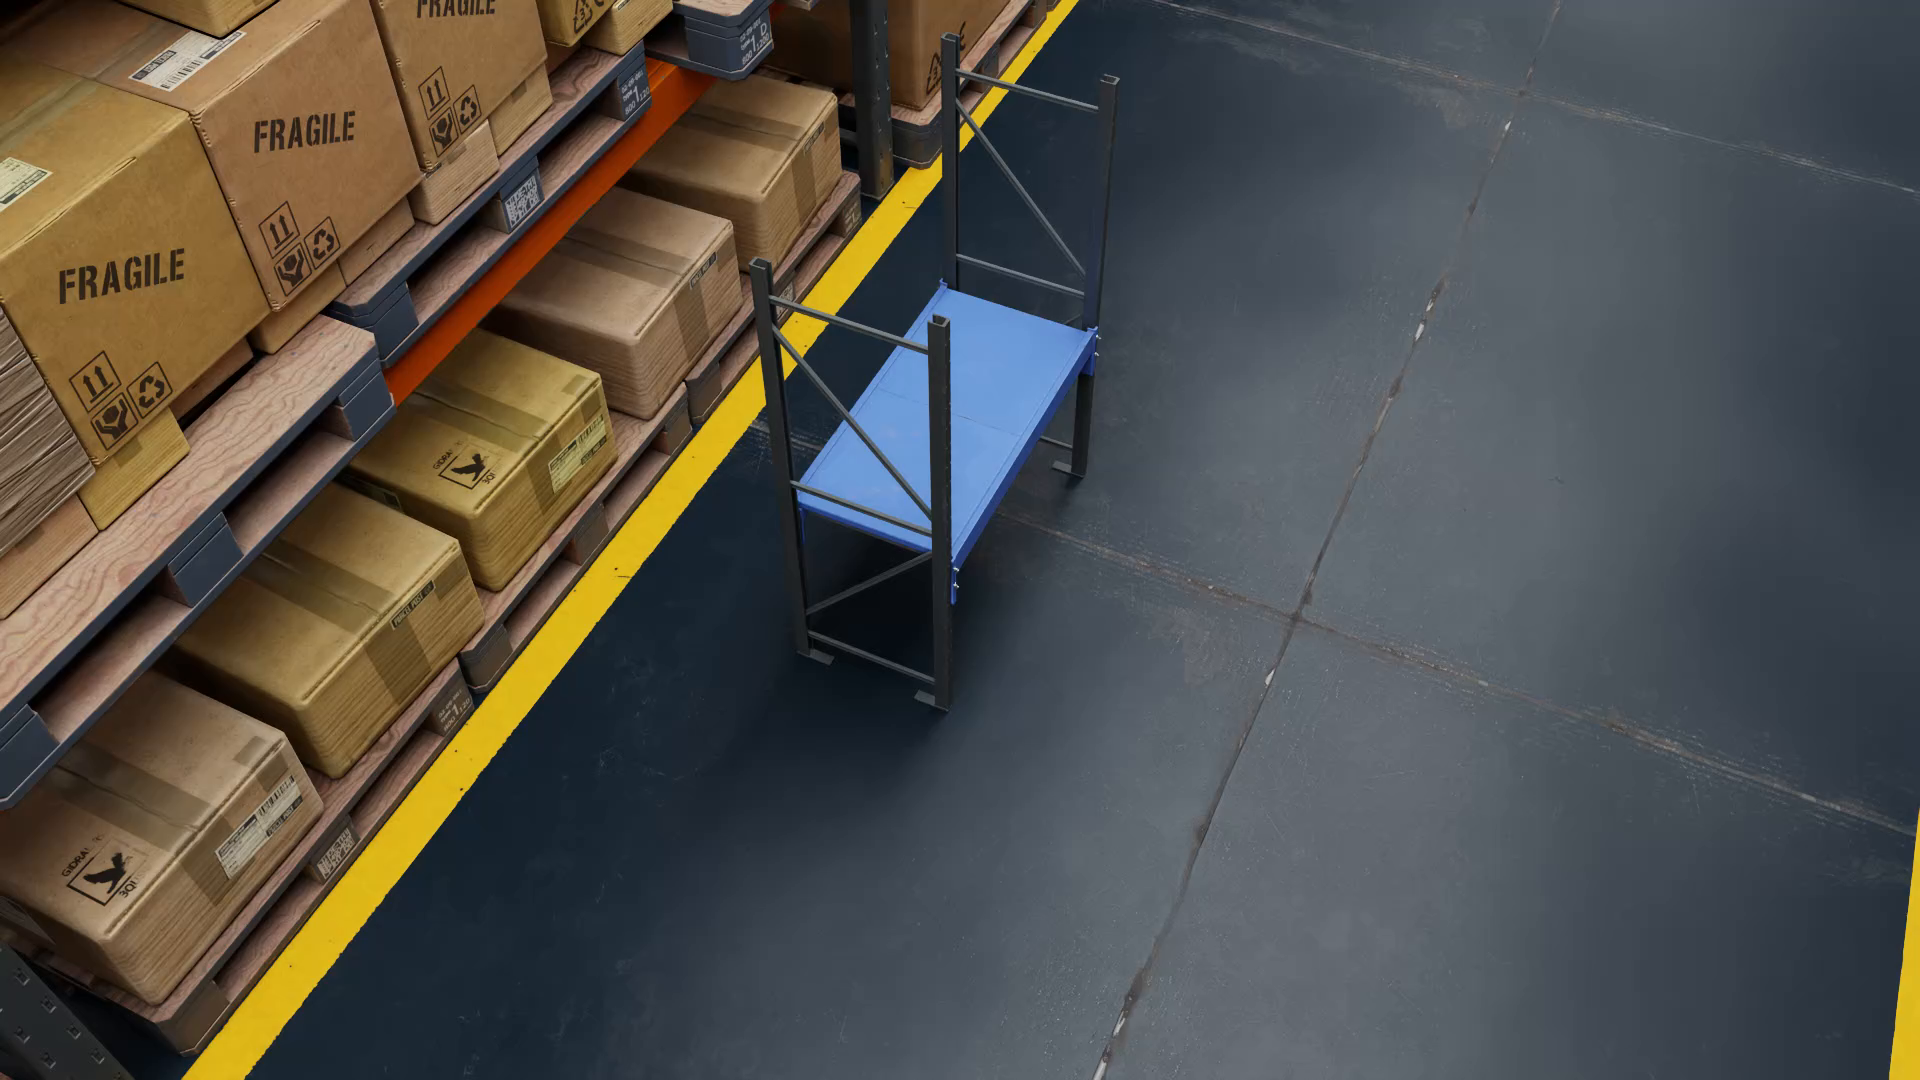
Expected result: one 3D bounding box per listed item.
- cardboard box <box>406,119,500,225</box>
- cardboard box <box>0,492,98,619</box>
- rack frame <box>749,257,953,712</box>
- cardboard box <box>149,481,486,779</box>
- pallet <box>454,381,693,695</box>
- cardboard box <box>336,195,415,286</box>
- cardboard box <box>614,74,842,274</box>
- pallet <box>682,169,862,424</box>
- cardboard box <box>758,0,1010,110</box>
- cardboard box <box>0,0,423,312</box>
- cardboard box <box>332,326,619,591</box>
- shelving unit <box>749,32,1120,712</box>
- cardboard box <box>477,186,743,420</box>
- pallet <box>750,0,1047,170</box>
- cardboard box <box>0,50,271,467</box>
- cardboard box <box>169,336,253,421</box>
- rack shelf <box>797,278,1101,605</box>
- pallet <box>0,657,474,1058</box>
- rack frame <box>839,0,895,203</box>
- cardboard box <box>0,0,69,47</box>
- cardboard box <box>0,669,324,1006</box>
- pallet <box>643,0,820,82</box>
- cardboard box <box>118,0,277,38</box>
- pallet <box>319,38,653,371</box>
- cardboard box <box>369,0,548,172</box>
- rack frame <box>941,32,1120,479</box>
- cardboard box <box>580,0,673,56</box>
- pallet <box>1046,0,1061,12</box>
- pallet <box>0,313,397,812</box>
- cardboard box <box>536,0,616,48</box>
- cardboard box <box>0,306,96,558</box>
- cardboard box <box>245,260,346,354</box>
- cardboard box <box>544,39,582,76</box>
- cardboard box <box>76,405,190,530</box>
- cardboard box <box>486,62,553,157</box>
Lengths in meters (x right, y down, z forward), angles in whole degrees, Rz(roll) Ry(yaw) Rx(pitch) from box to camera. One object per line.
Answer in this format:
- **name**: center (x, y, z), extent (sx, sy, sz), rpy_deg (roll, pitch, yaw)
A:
- **cardboard box**: center (-1.336, -0.930, 3.961), extent (0.380, 0.149, 0.250), rpy_deg (22, 53, 17)
- **cardboard box**: center (-1.918, -0.042, 3.205), extent (0.380, 0.149, 0.250), rpy_deg (21, 53, 17)
- **rack frame**: center (-0.254, -0.077, 4.331), extent (0.500, 1.500, 0.032), rpy_deg (20, 52, 16)
- **cardboard box**: center (-1.913, 0.148, 4.604), extent (0.950, 0.372, 0.625), rpy_deg (23, 53, 18)
- **pallet**: center (-1.588, -0.185, 5.269), extent (1.003, 0.211, 1.213), rpy_deg (20, 52, 16)
- **cardboard box**: center (-1.496, -0.764, 3.820), extent (0.380, 0.149, 0.250), rpy_deg (20, 53, 16)
- **cardboard box**: center (-0.981, -1.362, 5.889), extent (0.950, 0.372, 0.625), rpy_deg (17, 52, 14)
- **pallet**: center (-1.066, -1.022, 5.981), extent (1.003, 0.211, 1.213), rpy_deg (20, 52, 16)
- **cardboard box**: center (-0.360, -2.360, 6.408), extent (0.875, 0.875, 0.875), rpy_deg (19, 52, 16)
- **cardboard box**: center (-1.543, -0.885, 3.496), extent (0.500, 0.500, 0.500), rpy_deg (20, 52, 16)
- **cardboard box**: center (-1.618, -0.331, 5.012), extent (0.950, 0.372, 0.625), rpy_deg (21, 53, 17)
- **shelving unit**: center (-0.036, -0.427, 4.629), extent (0.538, 1.500, 1.048), rpy_deg (20, 52, 16)
- **cardboard box**: center (-1.289, -0.851, 5.455), extent (0.950, 0.372, 0.625), rpy_deg (19, 52, 15)
- **pallet**: center (-0.326, -2.078, 6.880), extent (1.003, 0.211, 1.213), rpy_deg (20, 52, 16)
- **cardboard box**: center (-1.766, -0.549, 3.211), extent (0.500, 0.500, 0.500), rpy_deg (20, 52, 16)
- **cardboard box**: center (-1.751, -0.431, 3.536), extent (0.380, 0.149, 0.250), rpy_deg (23, 53, 18)
- **rack shelf**: center (-0.036, -0.311, 4.766), extent (0.538, 0.185, 1.000), rpy_deg (20, 52, 16)
- **pallet**: center (-2.108, 0.658, 4.552), extent (1.003, 0.211, 1.213), rpy_deg (20, 52, 16)
- **rack frame**: center (-0.730, -2.463, 5.377), extent (1.000, 3.000, 0.127), rpy_deg (20, 52, 16)
- **cardboard box**: center (-2.013, -1.062, 3.647), extent (0.500, 0.500, 0.500), rpy_deg (21, 53, 17)
- **cardboard box**: center (-2.218, 0.644, 4.182), extent (0.950, 0.372, 0.625), rpy_deg (20, 53, 17)
- **pallet**: center (-0.939, -1.876, 5.003), extent (1.213, 0.211, 1.003), rpy_deg (20, 52, 16)
- **cardboard box**: center (-1.548, -1.175, 3.317), extent (0.380, 0.149, 0.250), rpy_deg (23, 53, 18)
- **pallet**: center (-1.539, -1.025, 4.278), extent (1.003, 0.211, 1.213), rpy_deg (20, 52, 16)
- **cardboard box**: center (-1.333, -1.242, 3.800), extent (0.500, 0.500, 0.500), rpy_deg (18, 52, 15)
- **rack frame**: center (0.181, -0.777, 4.927), extent (0.500, 1.500, 0.032), rpy_deg (20, 52, 16)
- **cardboard box**: center (-0.994, -1.455, 4.408), extent (0.380, 0.149, 0.250), rpy_deg (21, 53, 17)
- **pallet**: center (0.197, -2.915, 7.592), extent (1.003, 0.211, 1.213), rpy_deg (20, 52, 16)
- **pallet**: center (-1.981, -0.126, 3.514), extent (1.003, 0.211, 1.213), rpy_deg (20, 52, 16)
- **cardboard box**: center (-1.099, -1.617, 4.120), extent (0.500, 0.500, 0.500), rpy_deg (17, 52, 14)
- **cardboard box**: center (-1.980, -0.203, 2.917), extent (0.500, 0.500, 0.500), rpy_deg (21, 53, 17)
- **cardboard box**: center (-1.603, -0.594, 3.675), extent (0.380, 0.149, 0.250), rpy_deg (21, 53, 17)
- **cardboard box**: center (-1.215, -1.323, 4.295), extent (0.380, 0.149, 0.250), rpy_deg (20, 53, 16)
- **cardboard box**: center (-1.803, -0.211, 3.349), extent (0.380, 0.149, 0.250), rpy_deg (21, 53, 17)
- **cardboard box**: center (-1.248, -1.123, 4.125), extent (0.380, 0.149, 0.250), rpy_deg (18, 52, 15)
